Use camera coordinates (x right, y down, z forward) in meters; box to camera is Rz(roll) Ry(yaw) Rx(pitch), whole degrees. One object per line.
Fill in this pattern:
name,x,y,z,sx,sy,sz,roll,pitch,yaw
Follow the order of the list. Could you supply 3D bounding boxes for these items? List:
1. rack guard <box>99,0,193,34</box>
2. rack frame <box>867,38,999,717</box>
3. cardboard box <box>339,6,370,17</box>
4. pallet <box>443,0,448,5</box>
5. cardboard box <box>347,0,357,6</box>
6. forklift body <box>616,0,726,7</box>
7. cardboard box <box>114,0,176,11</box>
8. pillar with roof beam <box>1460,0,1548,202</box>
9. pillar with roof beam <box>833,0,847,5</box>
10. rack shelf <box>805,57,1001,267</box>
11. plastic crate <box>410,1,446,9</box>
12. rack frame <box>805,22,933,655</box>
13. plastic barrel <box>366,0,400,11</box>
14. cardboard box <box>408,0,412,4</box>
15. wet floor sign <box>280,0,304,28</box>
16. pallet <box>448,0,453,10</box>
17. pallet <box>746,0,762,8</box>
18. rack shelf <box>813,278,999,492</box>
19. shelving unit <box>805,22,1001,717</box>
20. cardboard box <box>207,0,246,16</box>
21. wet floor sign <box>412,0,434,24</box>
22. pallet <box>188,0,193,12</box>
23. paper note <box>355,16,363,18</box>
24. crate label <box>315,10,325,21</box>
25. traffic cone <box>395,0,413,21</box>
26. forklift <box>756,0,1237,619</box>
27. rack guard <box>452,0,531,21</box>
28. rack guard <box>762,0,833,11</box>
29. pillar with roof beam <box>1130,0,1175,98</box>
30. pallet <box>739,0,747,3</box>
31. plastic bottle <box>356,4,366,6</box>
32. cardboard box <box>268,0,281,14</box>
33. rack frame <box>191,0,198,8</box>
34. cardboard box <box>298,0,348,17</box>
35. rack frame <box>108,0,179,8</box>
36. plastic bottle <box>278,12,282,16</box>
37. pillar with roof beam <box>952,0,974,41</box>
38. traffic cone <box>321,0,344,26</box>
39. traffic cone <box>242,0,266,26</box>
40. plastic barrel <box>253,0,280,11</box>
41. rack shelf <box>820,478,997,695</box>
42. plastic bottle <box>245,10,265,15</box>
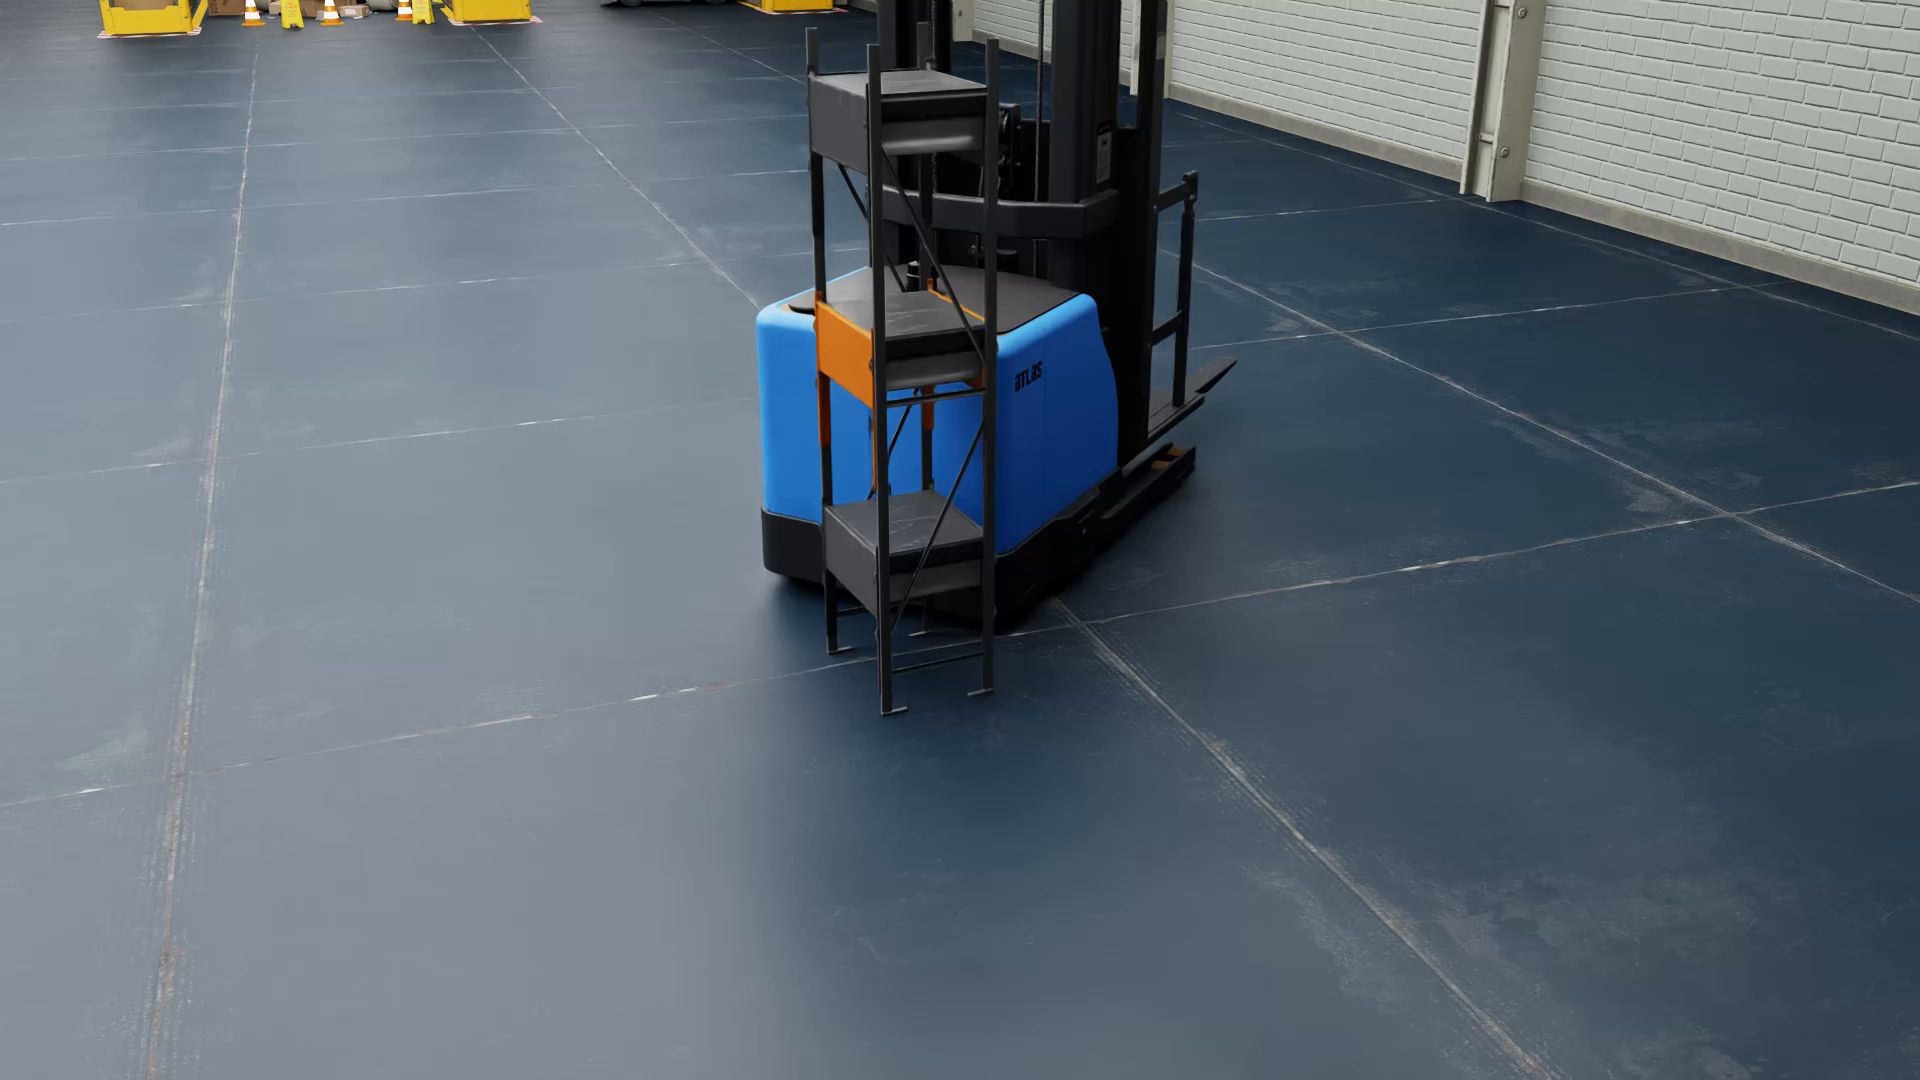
rack guard,-11.956,-7.731,24.448,1.175,0.500,0.348,-8,24,-19
rack frame,-0.073,-0.429,5.064,0.400,2.100,0.015,-10,25,-23
cardboard box,-9.722,-8.492,26.707,0.380,0.149,0.250,4,23,9
pallet,-8.512,-9.536,29.104,1.003,0.211,1.213,-8,24,-19
cardboard box,-10.502,-9.210,28.260,0.396,0.266,0.258,12,26,27
forklift body,-5.103,-10.337,28.506,2.313,2.155,1.214,-8,24,-19
cardboard box,-12.266,-8.343,24.877,0.875,0.875,0.875,-8,24,-19
pillar with roof beam,0.202,-6.300,10.110,9.100,9.000,0.400,-8,24,-19
pillar with roof beam,-6.157,-12.840,25.628,9.100,9.000,0.400,-8,24,-19
rack shelf,-0.176,-1.147,5.001,0.431,0.518,0.480,-10,25,-23
plastic crate,-8.995,-9.032,28.076,0.402,0.080,0.583,-18,29,-37
rack frame,-0.280,-0.601,5.471,0.400,2.100,0.015,-10,25,-23
plastic barrel,-9.515,-8.963,27.470,0.512,0.421,0.421,8,24,18
cardboard box,-9.677,-9.334,28.248,0.500,0.500,0.500,8,24,18
wet floor sign,-10.102,-8.067,25.060,0.267,0.644,0.232,-13,26,-28
pallet,-8.077,-9.092,28.050,1.003,0.211,1.213,-8,24,-19
pallet,-3.036,-9.277,28.488,1.003,0.211,1.213,-8,24,-19
rack shelf,-0.176,-0.502,5.273,0.431,0.518,0.480,-10,25,-23
shelving unit,-0.176,-0.515,5.268,0.431,2.100,0.503,-10,25,-23
cardboard box,-11.869,-8.771,26.912,0.500,0.500,0.500,-4,23,-10
wet floor sign,-8.303,-8.306,25.627,0.267,0.644,0.232,0,23,-1
pallet,-13.182,-8.773,27.292,1.003,0.211,1.213,-8,24,-19
paper note,-9.565,-8.309,26.425,0.148,0.019,0.142,-18,29,-37
crate label,-9.982,-8.268,26.191,0.298,0.136,0.250,18,29,36
traffic cone,-8.728,-8.417,26.125,0.336,0.463,0.334,-8,24,-19
forklift,0.387,-1.602,6.777,1.130,2.935,3.031,12,26,26
rack guard,-7.396,-8.483,26.232,1.175,0.500,0.348,-8,24,-19
rack guard,-2.718,-9.129,27.765,1.175,0.500,0.348,-8,24,-19
pillar with roof beam,-1.918,-8.480,15.283,9.100,9.000,0.400,-8,24,-19
pallet,-3.463,-9.719,29.538,1.003,0.211,1.213,-8,24,-19
plastic bottle,-10.081,-8.980,27.977,0.133,0.061,0.283,-4,23,-10
cardboard box,-11.047,-8.713,27.080,0.396,0.266,0.258,-4,23,-10
rack frame,-13.377,-10.345,27.431,1.000,3.000,0.127,-8,24,-19
cardboard box,-10.358,-8.748,26.856,0.637,0.503,0.797,12,26,27
rack frame,-11.964,-8.891,23.983,1.000,3.000,0.127,-8,24,-19
plastic bottle,-10.871,-8.459,26.741,0.133,0.061,0.283,-18,29,-37
pillar with roof beam,-4.037,-10.660,20.455,9.100,9.000,0.400,-8,24,-19
traffic cone,-9.646,-8.141,25.470,0.336,0.463,0.334,-8,24,-19
traffic cone,-10.823,-8.110,25.396,0.336,0.463,0.334,-8,24,-19
plastic barrel,-11.541,-8.956,27.453,0.512,0.421,0.421,8,24,18
rack shelf,-0.176,0.143,5.545,0.431,0.518,0.480,-10,25,-23
plastic bottle,-11.410,-8.532,26.913,0.283,0.061,0.133,-18,29,-37
